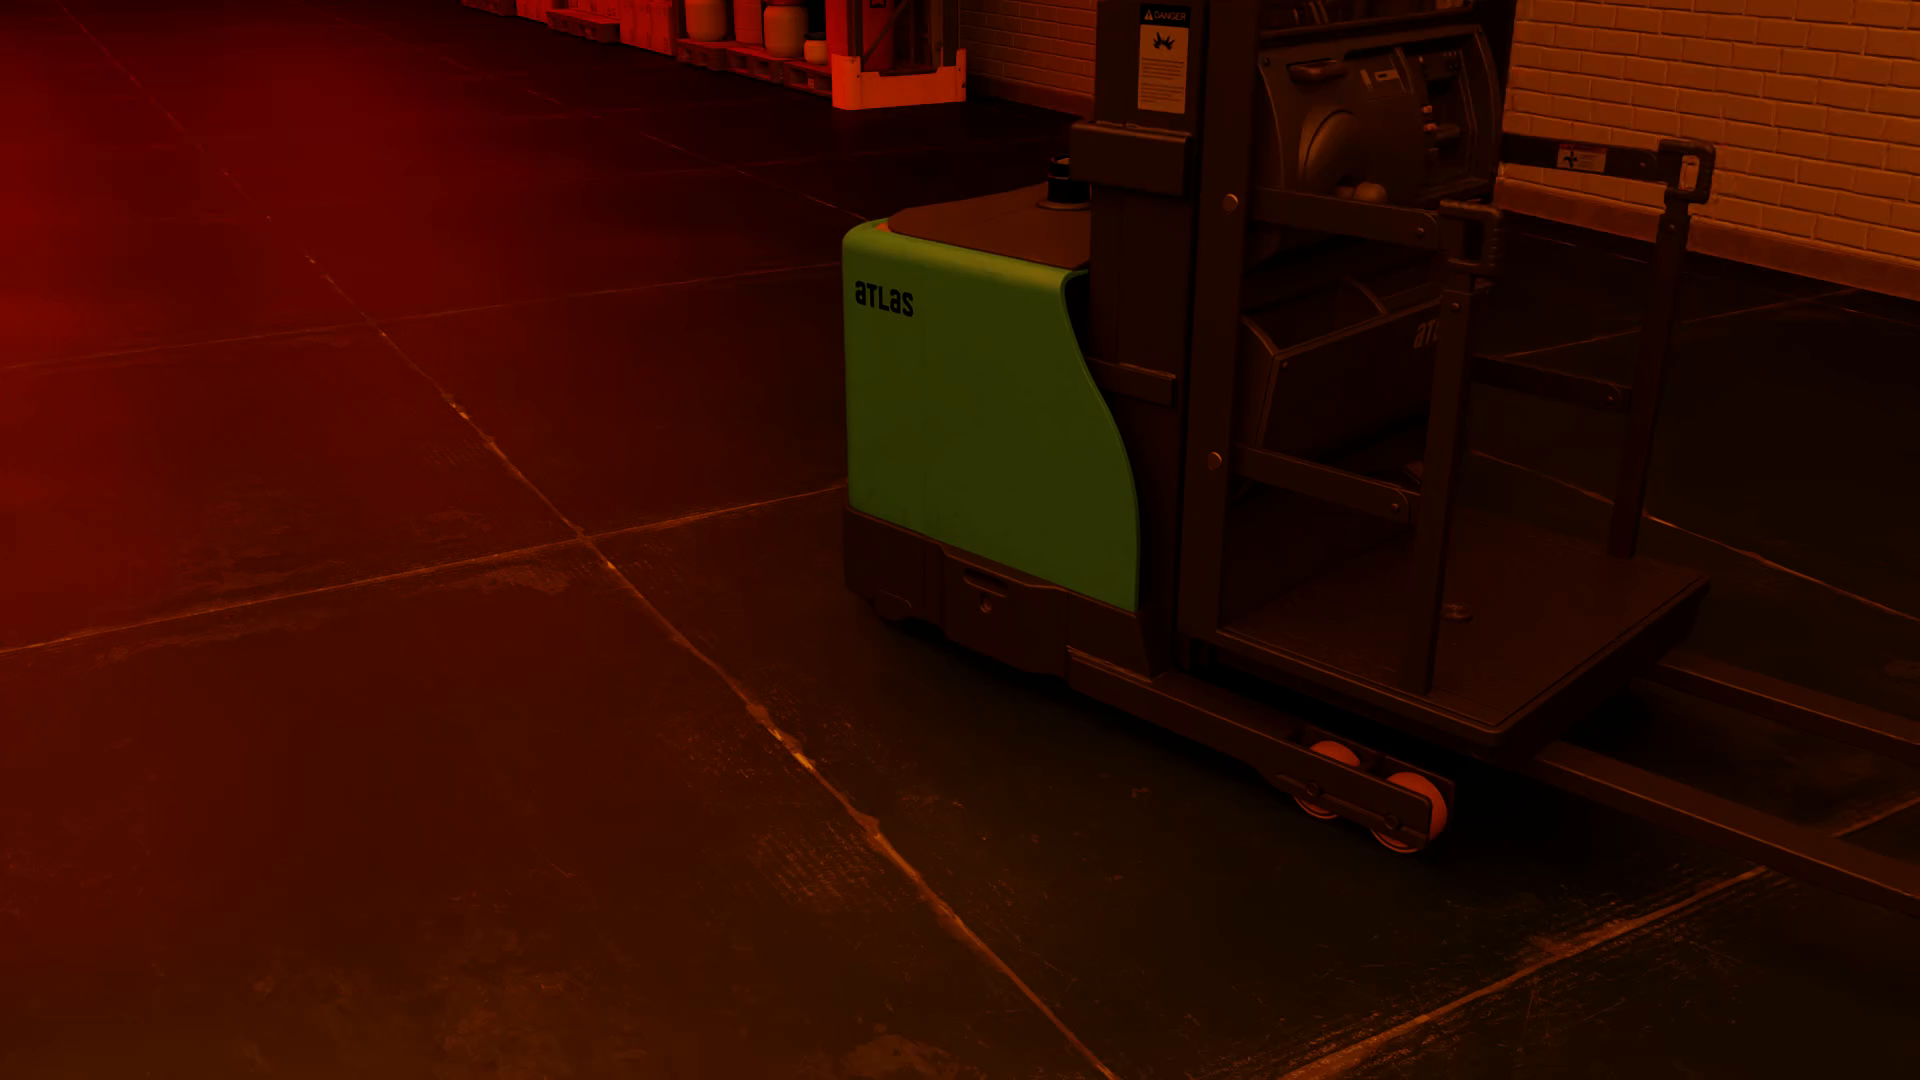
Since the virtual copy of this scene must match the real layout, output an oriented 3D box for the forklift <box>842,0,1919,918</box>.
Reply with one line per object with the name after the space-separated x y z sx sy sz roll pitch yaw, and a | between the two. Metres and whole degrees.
1.089 -0.917 3.509 3.031 2.935 1.130 20 30 40 | forklift
